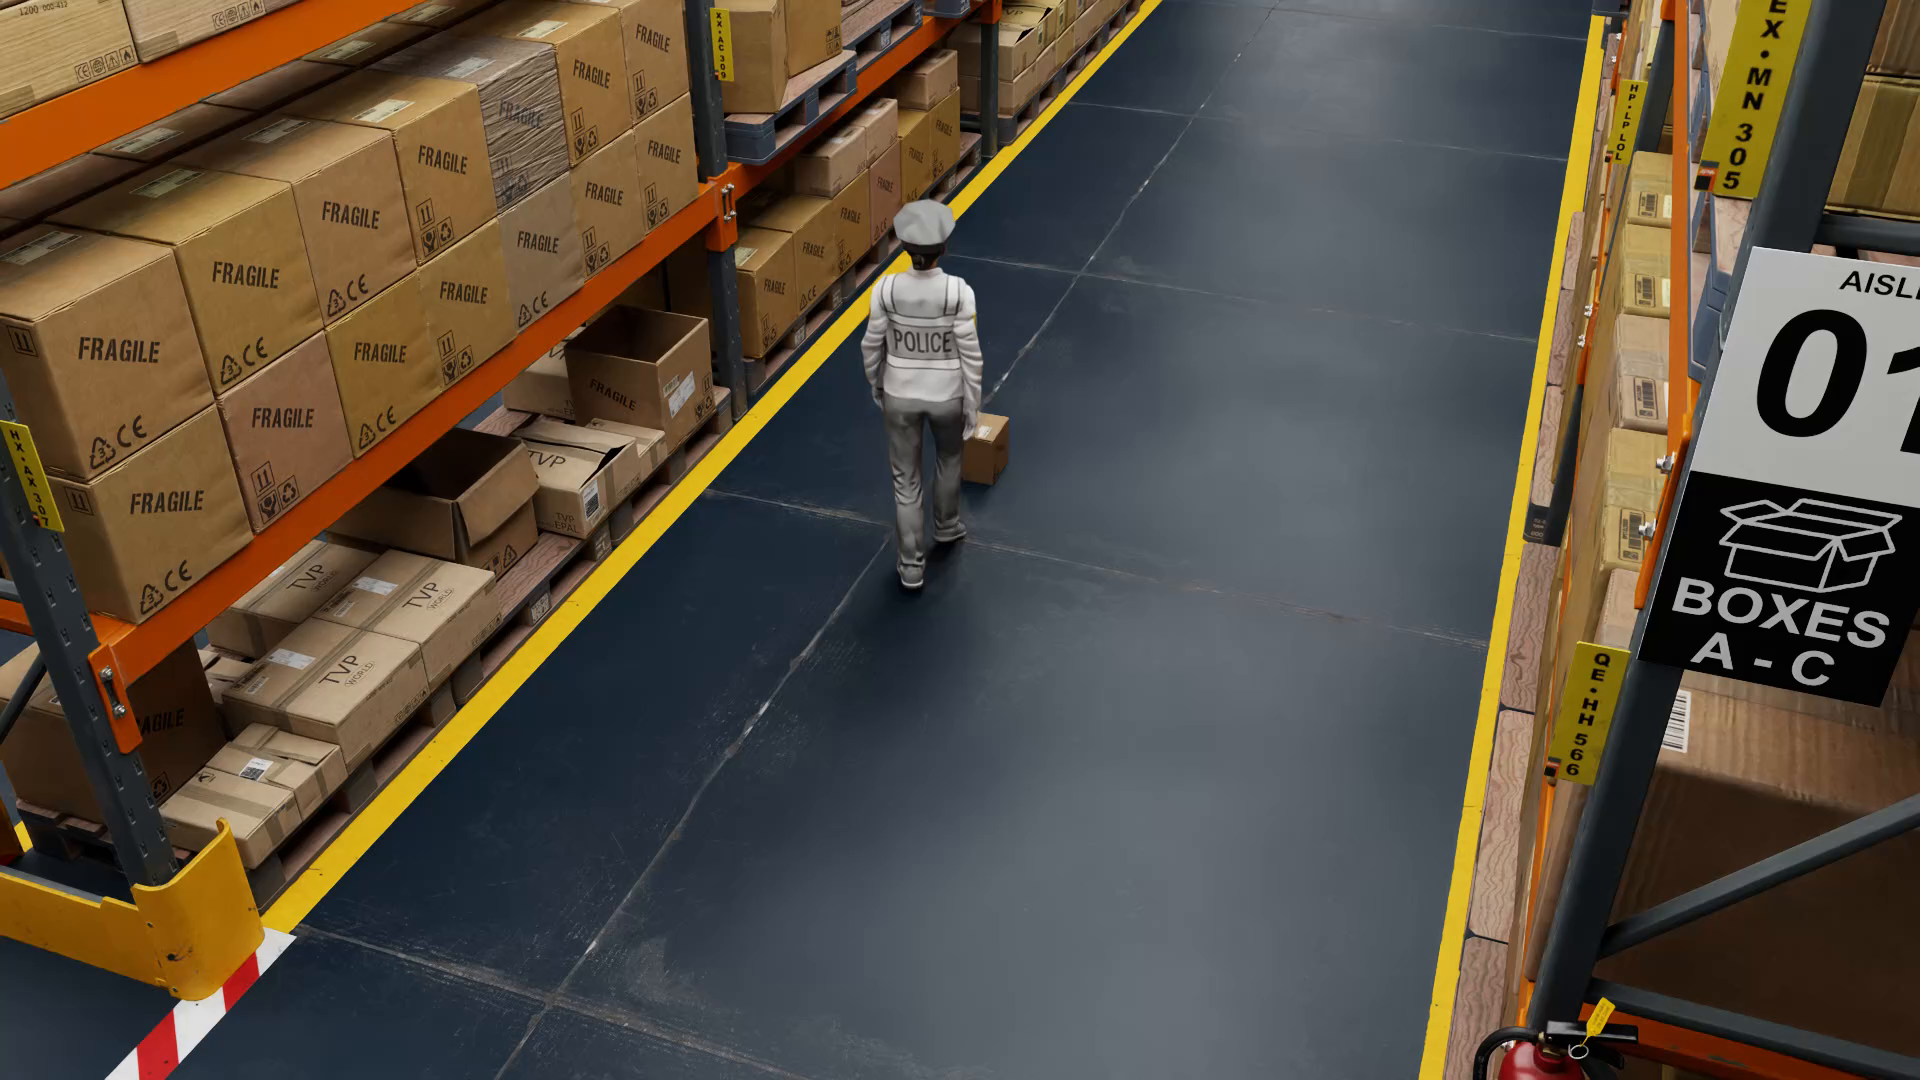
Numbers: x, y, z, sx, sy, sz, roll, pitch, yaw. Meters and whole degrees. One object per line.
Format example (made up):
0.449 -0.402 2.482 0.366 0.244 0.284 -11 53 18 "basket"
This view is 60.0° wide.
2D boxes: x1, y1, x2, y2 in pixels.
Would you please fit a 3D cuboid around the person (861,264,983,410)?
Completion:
-0.161 -0.857 6.854 0.505 0.612 0.338 -1 33 -1 "person"
